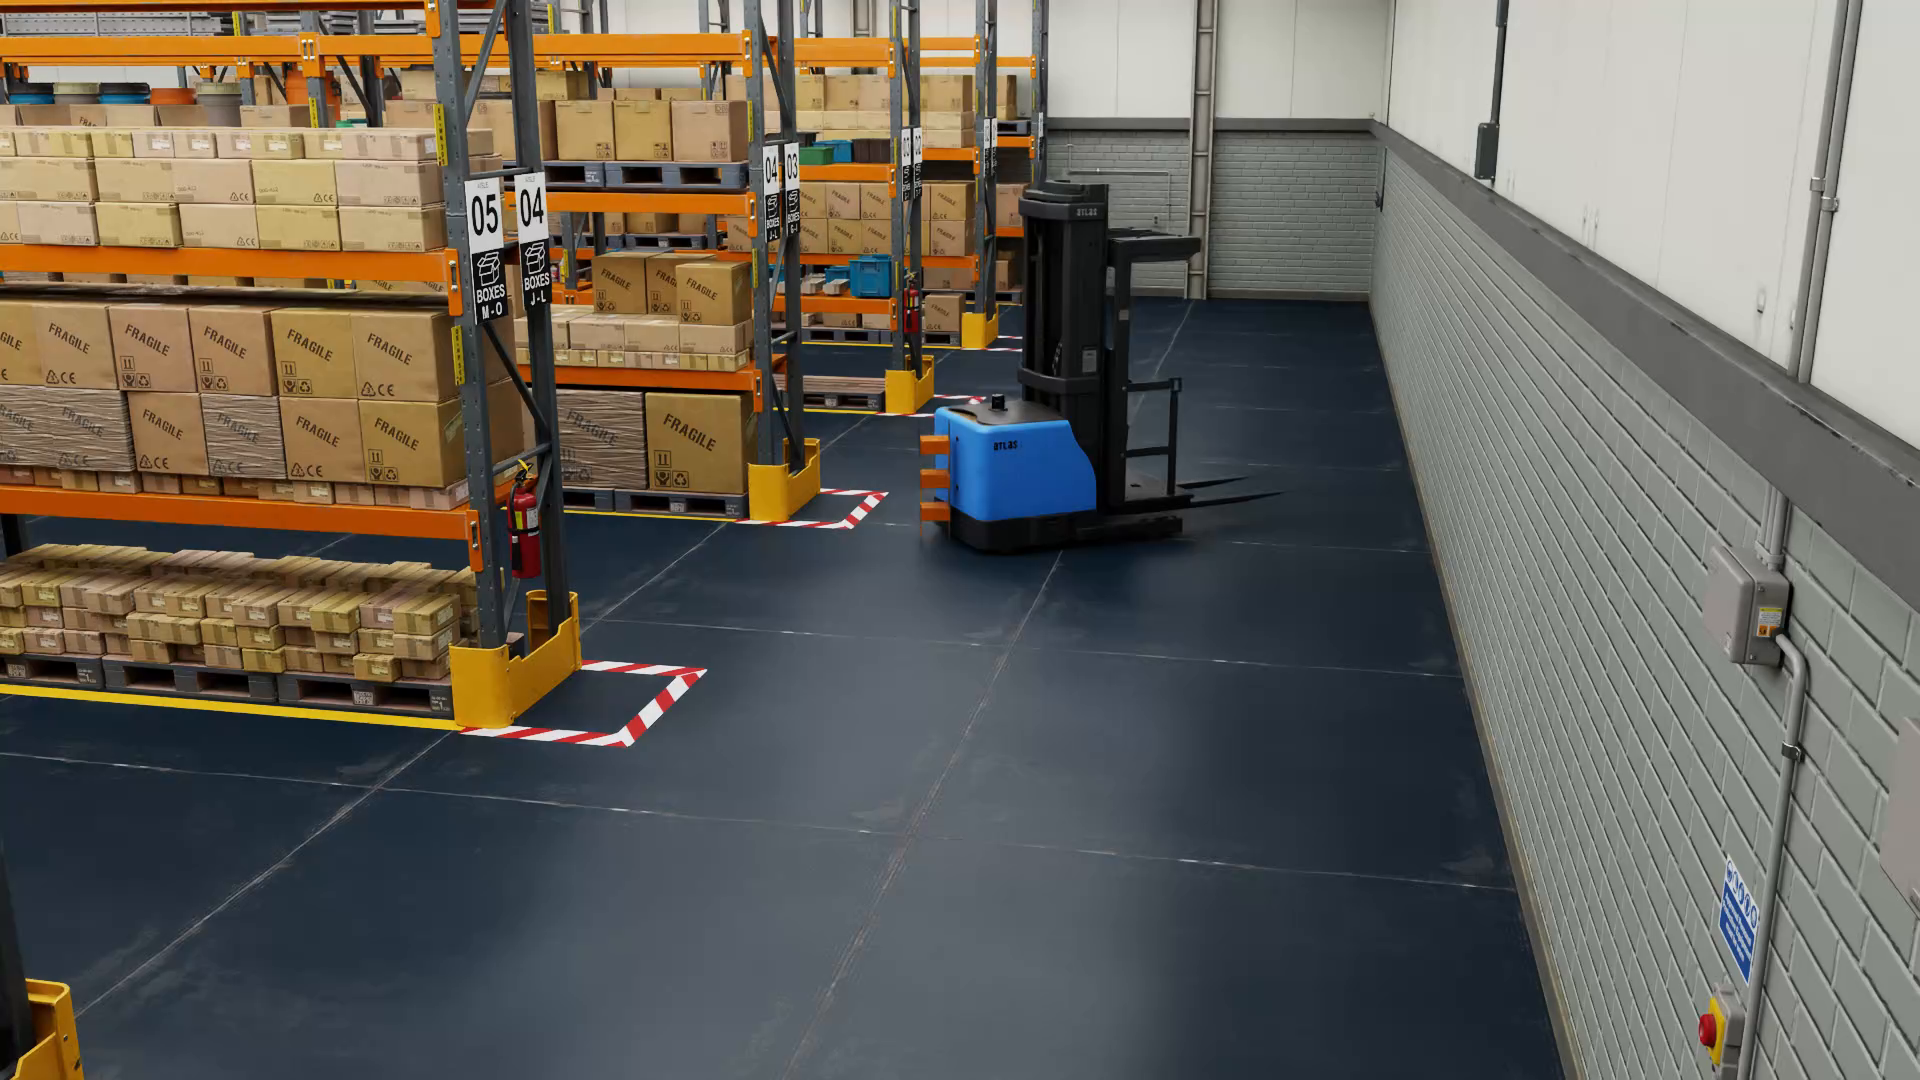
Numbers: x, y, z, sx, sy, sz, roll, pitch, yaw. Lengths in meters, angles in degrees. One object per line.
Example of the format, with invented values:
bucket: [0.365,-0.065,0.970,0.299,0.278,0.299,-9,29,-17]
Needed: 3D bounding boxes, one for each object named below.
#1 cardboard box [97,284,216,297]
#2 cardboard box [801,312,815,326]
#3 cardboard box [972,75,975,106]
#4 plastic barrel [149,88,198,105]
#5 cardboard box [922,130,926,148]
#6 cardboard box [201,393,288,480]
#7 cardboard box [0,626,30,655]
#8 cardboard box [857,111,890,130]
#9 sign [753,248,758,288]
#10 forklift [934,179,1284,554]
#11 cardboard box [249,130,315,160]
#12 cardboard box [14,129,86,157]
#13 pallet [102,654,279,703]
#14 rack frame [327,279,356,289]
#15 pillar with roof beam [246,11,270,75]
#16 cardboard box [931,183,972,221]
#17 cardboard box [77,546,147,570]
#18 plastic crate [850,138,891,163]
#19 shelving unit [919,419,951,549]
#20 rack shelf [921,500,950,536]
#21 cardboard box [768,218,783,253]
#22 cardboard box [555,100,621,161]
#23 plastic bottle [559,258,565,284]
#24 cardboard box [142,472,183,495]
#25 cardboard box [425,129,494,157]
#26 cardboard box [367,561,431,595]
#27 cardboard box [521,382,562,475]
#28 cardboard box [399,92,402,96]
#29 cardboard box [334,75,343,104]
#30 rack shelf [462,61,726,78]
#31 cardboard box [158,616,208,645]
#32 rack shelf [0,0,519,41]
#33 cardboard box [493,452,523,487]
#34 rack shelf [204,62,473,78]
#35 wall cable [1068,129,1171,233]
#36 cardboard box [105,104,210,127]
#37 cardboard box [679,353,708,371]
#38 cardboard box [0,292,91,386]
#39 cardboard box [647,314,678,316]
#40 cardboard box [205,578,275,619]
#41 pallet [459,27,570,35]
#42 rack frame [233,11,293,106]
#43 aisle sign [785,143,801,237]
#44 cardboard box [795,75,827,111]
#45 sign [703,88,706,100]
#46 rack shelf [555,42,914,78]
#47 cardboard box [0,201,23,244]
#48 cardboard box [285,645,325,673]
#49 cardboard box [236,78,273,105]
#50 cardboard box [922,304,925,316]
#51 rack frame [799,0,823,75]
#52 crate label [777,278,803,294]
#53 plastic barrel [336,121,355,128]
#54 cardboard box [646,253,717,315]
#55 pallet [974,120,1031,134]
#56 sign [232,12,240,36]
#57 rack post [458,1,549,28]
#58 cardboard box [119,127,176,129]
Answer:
cardboard box: [-5.091,-1.346,10.616,0.500,0.500,0.500,4,16,13]
cardboard box: [-2.329,-3.292,24.741,0.250,0.166,0.380,3,16,11]
cardboard box: [0.096,-7.633,28.213,0.500,0.500,0.500,4,16,13]
plastic barrel: [-9.860,-5.273,20.984,0.708,0.830,0.600,3,16,11]
cardboard box: [-0.671,-5.716,23.670,0.500,0.250,0.500,3,16,11]
cardboard box: [-4.186,-0.673,10.058,0.500,0.500,0.500,3,16,11]
cardboard box: [-6.059,0.605,10.744,0.250,0.149,0.380,4,16,13]
cardboard box: [-1.161,-5.984,23.701,0.500,0.250,0.500,3,16,11]
sign: [-1.727,-2.295,14.044,0.005,0.325,0.100,3,16,11]
forklift: [1.339,-1.541,14.066,3.031,2.935,1.130,-7,17,-23]
cardboard box: [-3.831,-2.257,9.498,0.250,0.149,0.380,3,16,12]
cardboard box: [-5.355,-2.356,9.857,0.250,0.149,0.380,3,16,9]
pallet: [-4.748,0.750,10.888,1.213,0.211,1.003,3,16,11]
rack frame: [-5.525,-1.976,15.508,0.127,3.000,1.000,3,16,11]
pillar with roof beam: [-14.322,-8.456,27.662,0.400,9.000,9.100,3,16,11]
cardboard box: [-0.118,-4.837,23.774,0.500,0.500,0.500,3,16,11]
cardboard box: [-5.708,0.166,11.213,0.250,0.149,0.380,3,16,11]
plastic crate: [-0.940,-4.535,19.372,0.590,0.269,0.497,3,16,11]
shelving unit: [-0.207,-0.461,13.689,0.252,1.050,0.215,-1,16,-3]
rack shelf: [-0.207,-0.183,13.766,0.240,0.259,0.215,-1,16,-3]
cardboard box: [-2.599,-4.491,24.399,0.500,0.500,0.500,3,16,12]
cardboard box: [-3.169,-3.598,14.582,0.500,0.500,0.700,2,16,7]
plastic bottle: [-4.858,-3.354,20.574,0.185,0.351,0.144,3,16,11]
cardboard box: [-4.828,-0.403,10.299,0.250,0.149,0.380,4,16,13]
cardboard box: [-2.964,-2.355,9.852,0.250,0.149,0.380,3,16,11]
cardboard box: [-3.654,0.266,10.851,0.250,0.149,0.380,3,16,11]
cardboard box: [-4.012,-1.051,15.361,0.875,0.875,0.875,3,16,11]
cardboard box: [-9.883,-7.935,30.428,0.500,0.500,0.500,5,16,19]
cardboard box: [-11.490,-8.257,30.464,0.500,0.500,0.500,4,16,14]
rack shelf: [-5.507,-7.026,24.595,4.000,0.370,1.077,3,16,11]
cardboard box: [-4.809,0.526,10.471,0.250,0.149,0.380,3,16,12]
rack shelf: [-4.652,-3.121,9.755,4.000,0.370,1.077,3,16,11]
cardboard box: [-2.944,-0.453,10.481,0.250,0.149,0.380,3,16,11]
rack shelf: [-9.427,-7.239,25.364,4.000,0.370,1.077,3,16,11]
wall cable: [2.800,-6.320,29.285,1.851,1.984,0.084,3,16,11]
cardboard box: [-7.438,-3.784,15.434,0.637,0.503,0.797,3,16,10]
cardboard box: [-2.275,-1.589,14.579,0.250,0.149,0.380,3,16,12]
cardboard box: [-5.708,-1.246,10.255,0.500,0.500,0.500,3,16,9]
cardboard box: [-2.532,-1.957,15.161,0.500,0.250,0.500,3,16,10]
cardboard box: [-4.527,0.369,10.479,0.250,0.149,0.380,3,16,9]
pallet: [-5.355,-5.916,19.593,1.213,0.211,1.003,3,16,11]
rack frame: [-8.457,-6.376,20.153,0.127,3.000,1.000,3,16,11]
aisle sign: [-1.475,-3.091,14.662,0.004,0.787,0.394,3,16,11]
cardboard box: [-2.110,-6.439,23.938,0.500,0.500,0.700,3,16,11]
sign: [-3.654,-6.307,23.816,0.005,0.325,0.100,3,16,11]
rack shelf: [-2.578,-5.517,19.150,4.000,0.370,1.077,3,16,11]
cardboard box: [-5.718,-1.940,10.037,0.500,0.250,0.500,3,16,10]
cardboard box: [-4.008,0.693,10.425,0.250,0.149,0.380,3,16,12]
cardboard box: [-10.790,-6.887,25.707,0.500,0.500,0.500,3,16,12]
cardboard box: [-0.593,-3.372,24.871,0.500,0.250,0.500,3,16,11]
rack frame: [-2.563,-8.755,28.741,0.127,3.000,1.000,3,16,11]
crate label: [-2.012,-2.985,19.530,0.243,0.136,0.396,3,16,11]
plastic barrel: [-7.465,-4.942,20.098,0.294,0.245,0.294,0,15,0]
cardboard box: [-2.511,-2.319,15.063,0.500,0.500,0.500,3,16,10]
pallet: [0.627,-7.091,28.518,1.213,0.211,1.003,3,16,11]
sign: [-8.560,-6.076,19.675,0.005,0.325,0.100,3,16,11]
rack post: [-5.357,-6.180,19.586,0.954,0.300,0.937,3,16,10]
cardboard box: [-4.979,-2.484,10.317,0.250,0.149,0.380,3,16,11]
